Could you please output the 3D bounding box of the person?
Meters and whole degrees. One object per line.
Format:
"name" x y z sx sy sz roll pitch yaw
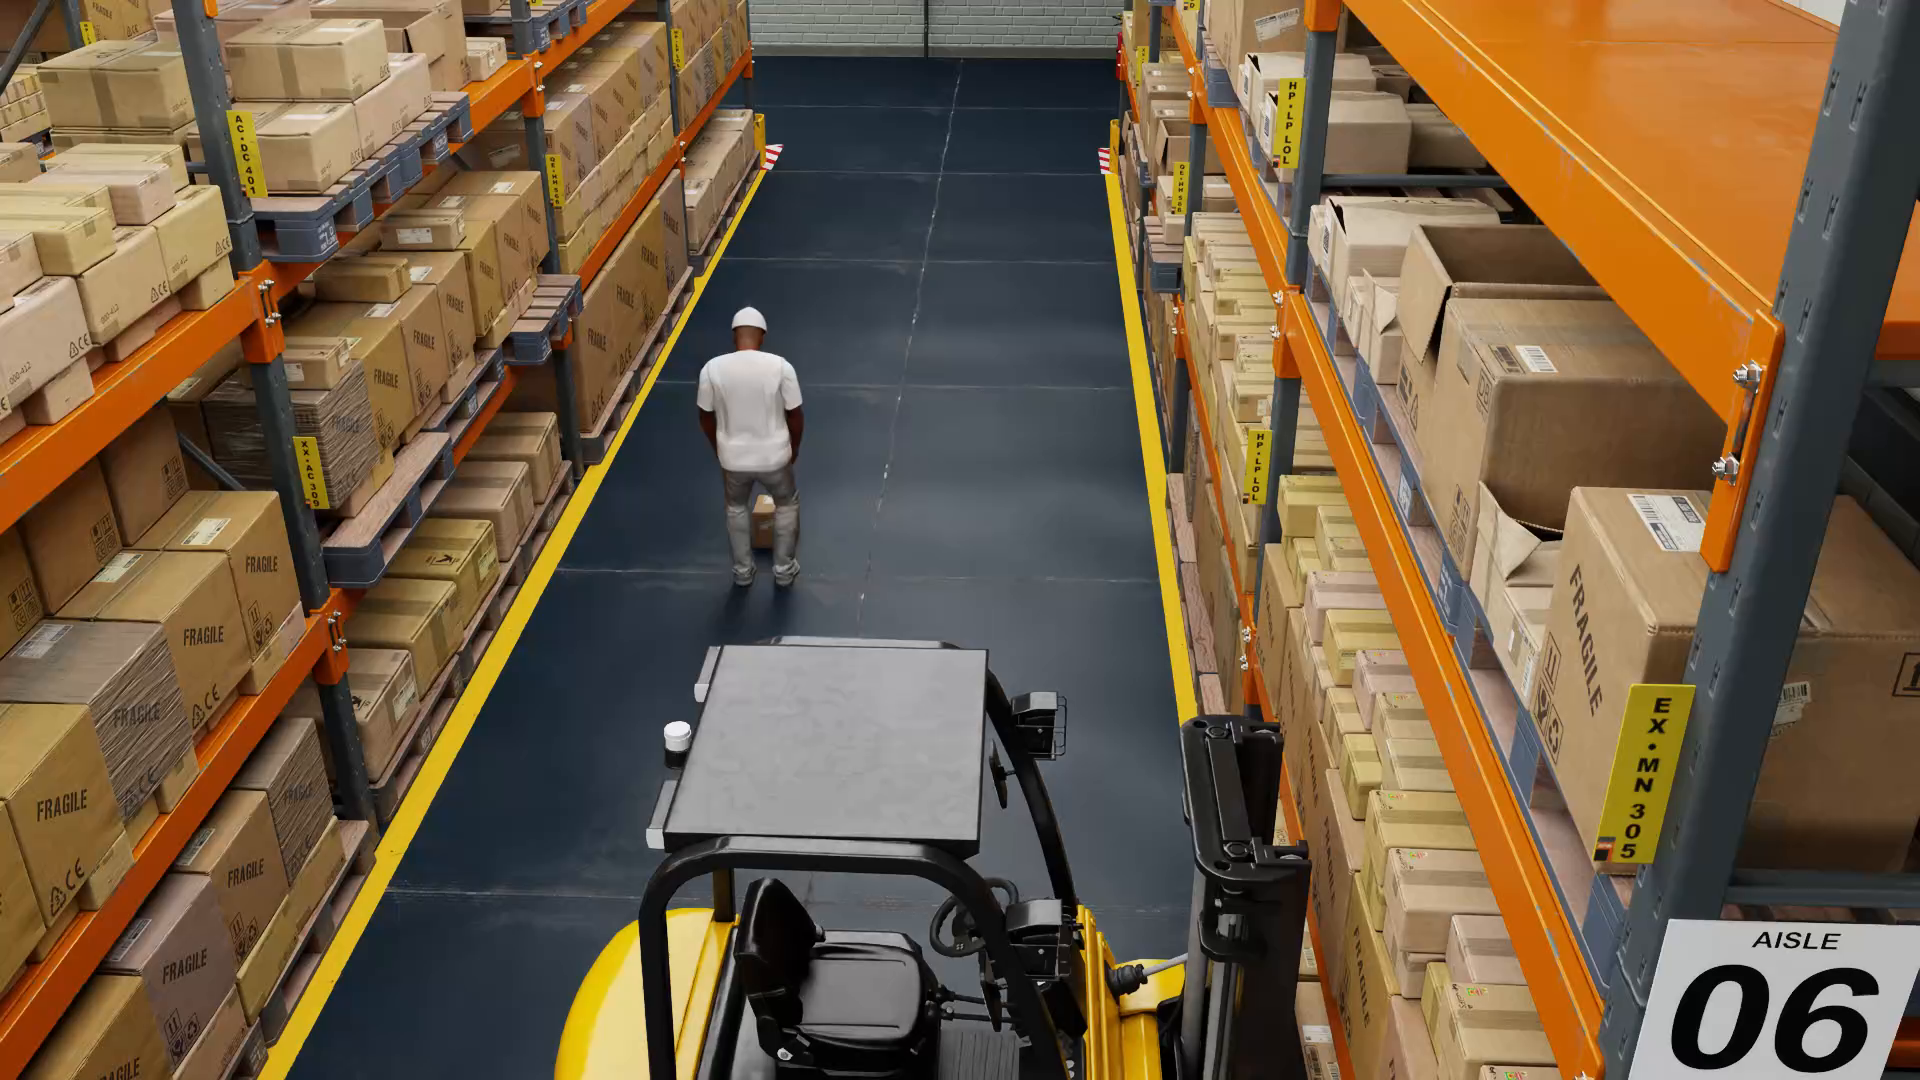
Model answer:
"person" -1.210 -0.522 9.712 0.610 1.652 0.554 2 28 3
